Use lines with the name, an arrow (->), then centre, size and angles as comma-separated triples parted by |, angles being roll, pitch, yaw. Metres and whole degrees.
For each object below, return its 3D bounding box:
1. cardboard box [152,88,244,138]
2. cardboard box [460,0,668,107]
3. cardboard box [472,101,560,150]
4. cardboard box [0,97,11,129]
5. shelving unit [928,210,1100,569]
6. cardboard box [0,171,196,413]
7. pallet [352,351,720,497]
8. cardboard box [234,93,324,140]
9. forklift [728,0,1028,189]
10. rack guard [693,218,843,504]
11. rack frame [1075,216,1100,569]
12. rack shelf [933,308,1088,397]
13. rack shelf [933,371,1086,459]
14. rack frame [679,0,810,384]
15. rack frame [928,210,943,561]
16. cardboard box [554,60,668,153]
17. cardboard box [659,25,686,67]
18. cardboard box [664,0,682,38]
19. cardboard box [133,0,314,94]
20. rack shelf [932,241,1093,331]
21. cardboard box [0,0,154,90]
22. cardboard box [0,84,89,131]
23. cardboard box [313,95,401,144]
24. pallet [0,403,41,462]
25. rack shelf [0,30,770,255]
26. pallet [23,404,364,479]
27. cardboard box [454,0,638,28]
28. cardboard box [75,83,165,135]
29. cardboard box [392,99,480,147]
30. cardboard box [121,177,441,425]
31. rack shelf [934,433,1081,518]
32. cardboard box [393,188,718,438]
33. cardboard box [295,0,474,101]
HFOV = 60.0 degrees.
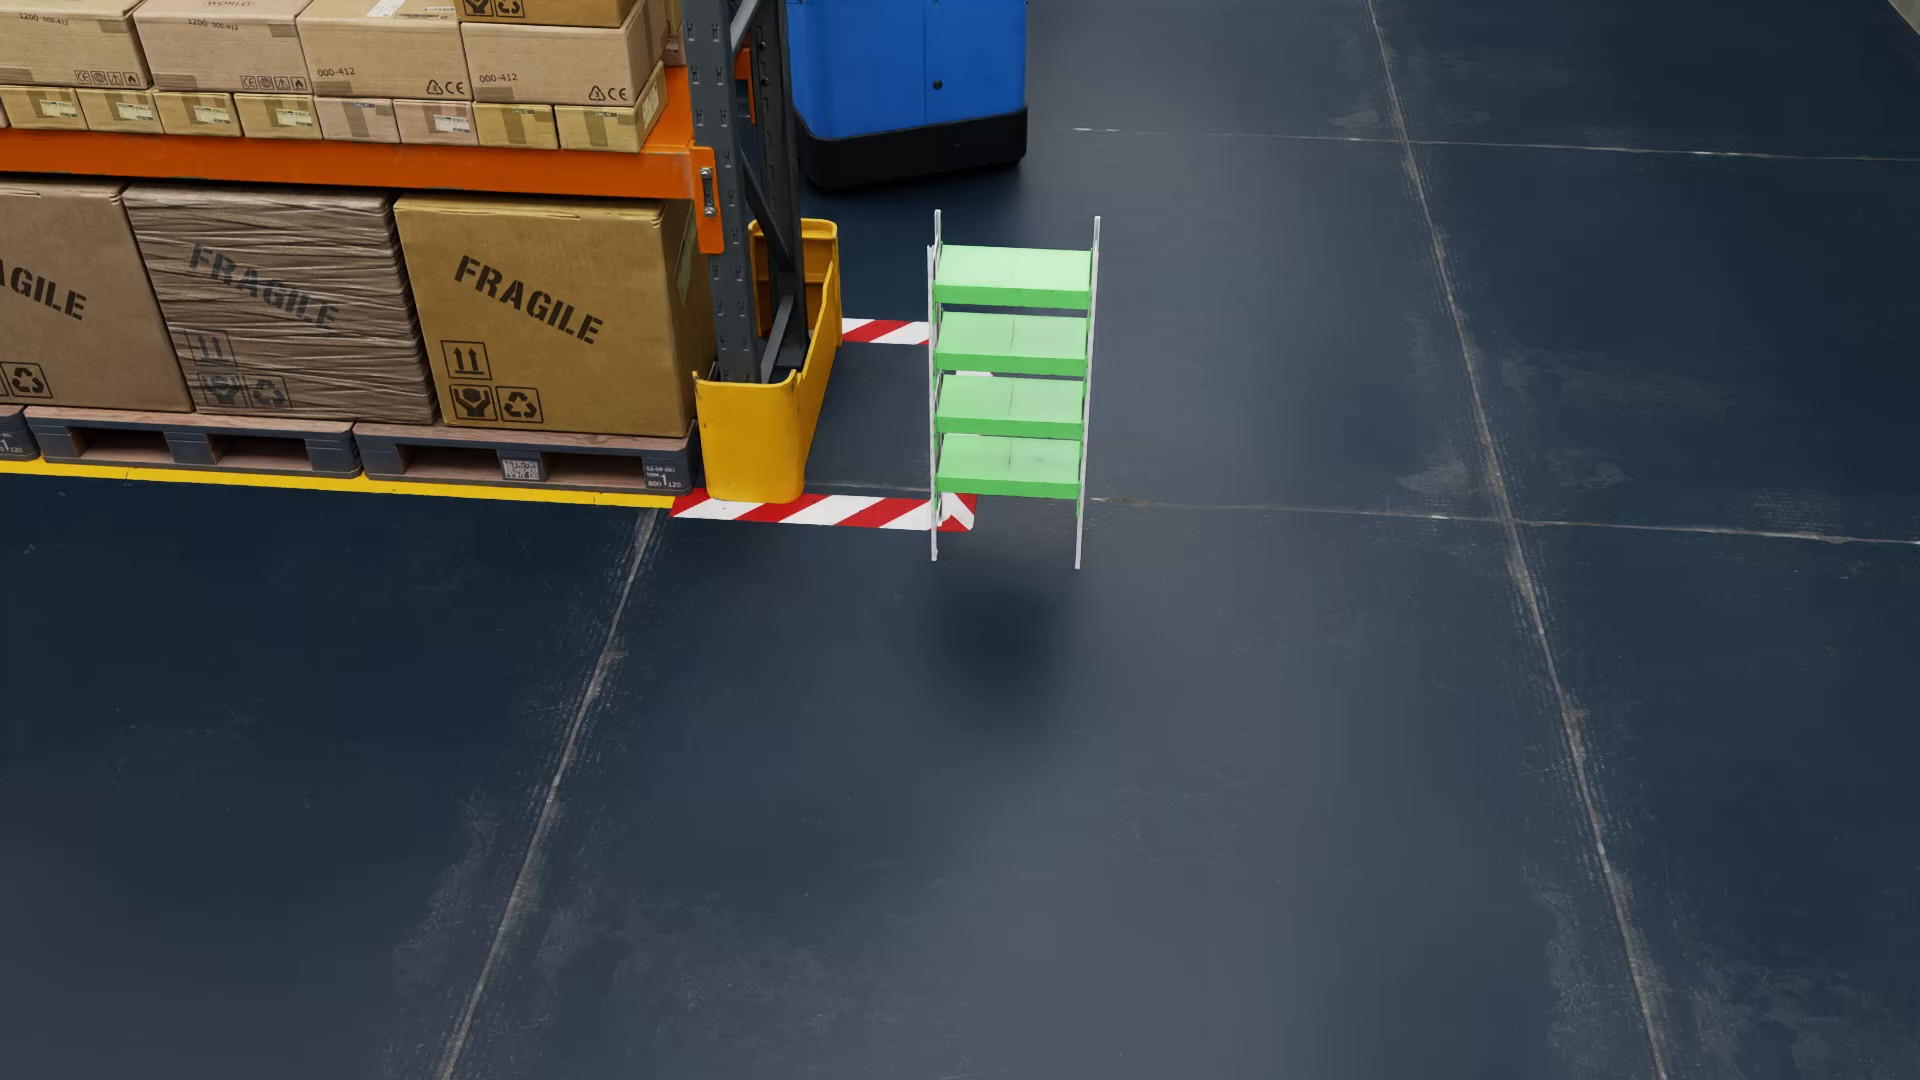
cardboard box -> -2.376, -1.450, 5.354 | 0.250, 0.149, 0.380 | 3, 39, 4
cardboard box -> -1.222, -1.583, 5.202 | 0.500, 0.250, 0.500 | 3, 39, 3
cardboard box -> -1.359, -1.395, 5.286 | 0.250, 0.149, 0.380 | 4, 39, 4
cardboard box -> -3.144, -1.492, 5.405 | 0.250, 0.149, 0.380 | 4, 39, 4
shelving unit -> 0.165, -0.456, 5.360 | 0.503, 1.200, 0.258 | 3, 39, 4
cardboard box -> -3.154, -1.088, 6.061 | 0.875, 0.875, 0.875 | 3, 39, 4
pallet -> -1.520, -0.579, 6.295 | 1.213, 0.211, 1.003 | 3, 39, 4
cardboard box -> -2.118, -1.436, 5.337 | 0.250, 0.149, 0.380 | 2, 39, 3
forklift -> -0.642, -3.682, 7.952 | 1.130, 2.935, 3.031 | -12, 41, -15
rack guard -> -0.693, -0.696, 6.209 | 0.348, 0.500, 1.175 | 3, 39, 4
rack frame -> 0.408, -0.443, 5.344 | 0.015, 1.200, 0.240 | 3, 39, 4
rack shelf -> 0.165, -0.593, 5.249 | 0.480, 0.148, 0.258 | 3, 39, 4
rack shelf -> 0.165, -0.407, 5.400 | 0.480, 0.148, 0.258 | 3, 39, 4
rack frame -> -0.717, -1.667, 5.421 | 0.127, 3.000, 1.000 | 3, 39, 4
rack frame -> -0.078, -0.470, 5.376 | 0.015, 1.200, 0.240 | 3, 39, 4
cardboard box -> -1.100, -1.382, 5.270 | 0.250, 0.149, 0.380 | 4, 39, 5
cardboard box -> -1.042, -1.796, 5.779 | 0.250, 0.149, 0.380 | 4, 39, 4
cardboard box -> -1.172, -1.920, 5.616 | 0.500, 0.250, 0.500 | 2, 39, 3
cardboard box -> -2.235, -1.639, 5.271 | 0.500, 0.250, 0.500 | 2, 39, 2
rack shelf -> 0.165, -0.779, 5.097 | 0.480, 0.148, 0.258 | 3, 39, 4
cardboard box -> -2.754, -1.665, 5.302 | 0.500, 0.250, 0.500 | 3, 39, 4
cardboard box -> -2.883, -1.478, 5.389 | 0.250, 0.149, 0.380 | 2, 39, 3
cardboard box -> -1.859, -1.423, 5.321 | 0.250, 0.149, 0.380 | 4, 39, 5
pallet -> -3.951, -0.712, 6.458 | 1.213, 0.211, 1.003 | 3, 39, 4
rack shelf -> -2.709, -1.497, 5.782 | 4.000, 0.370, 1.077 | 3, 39, 4
pallet -> -2.732, -0.648, 6.378 | 1.213, 0.211, 1.003 | 3, 39, 4
cardboard box -> -1.225, -1.876, 4.968 | 0.500, 0.500, 0.500 | 4, 39, 4
cardboard box -> -2.623, -1.465, 5.373 | 0.250, 0.149, 0.380 | 4, 39, 5
cardboard box -> -1.610, -1.409, 5.304 | 0.250, 0.149, 0.380 | 3, 39, 4
cardboard box -> -2.268, -1.040, 6.001 | 0.875, 0.875, 0.875 | 3, 39, 4
rack shelf -> 0.165, -0.221, 5.552 | 0.480, 0.148, 0.258 | 3, 39, 4
cardboard box -> -1.361, -0.990, 5.941 | 0.875, 0.875, 0.875 | 3, 39, 4
cardboard box -> -1.728, -1.611, 5.237 | 0.500, 0.250, 0.500 | 2, 39, 3
